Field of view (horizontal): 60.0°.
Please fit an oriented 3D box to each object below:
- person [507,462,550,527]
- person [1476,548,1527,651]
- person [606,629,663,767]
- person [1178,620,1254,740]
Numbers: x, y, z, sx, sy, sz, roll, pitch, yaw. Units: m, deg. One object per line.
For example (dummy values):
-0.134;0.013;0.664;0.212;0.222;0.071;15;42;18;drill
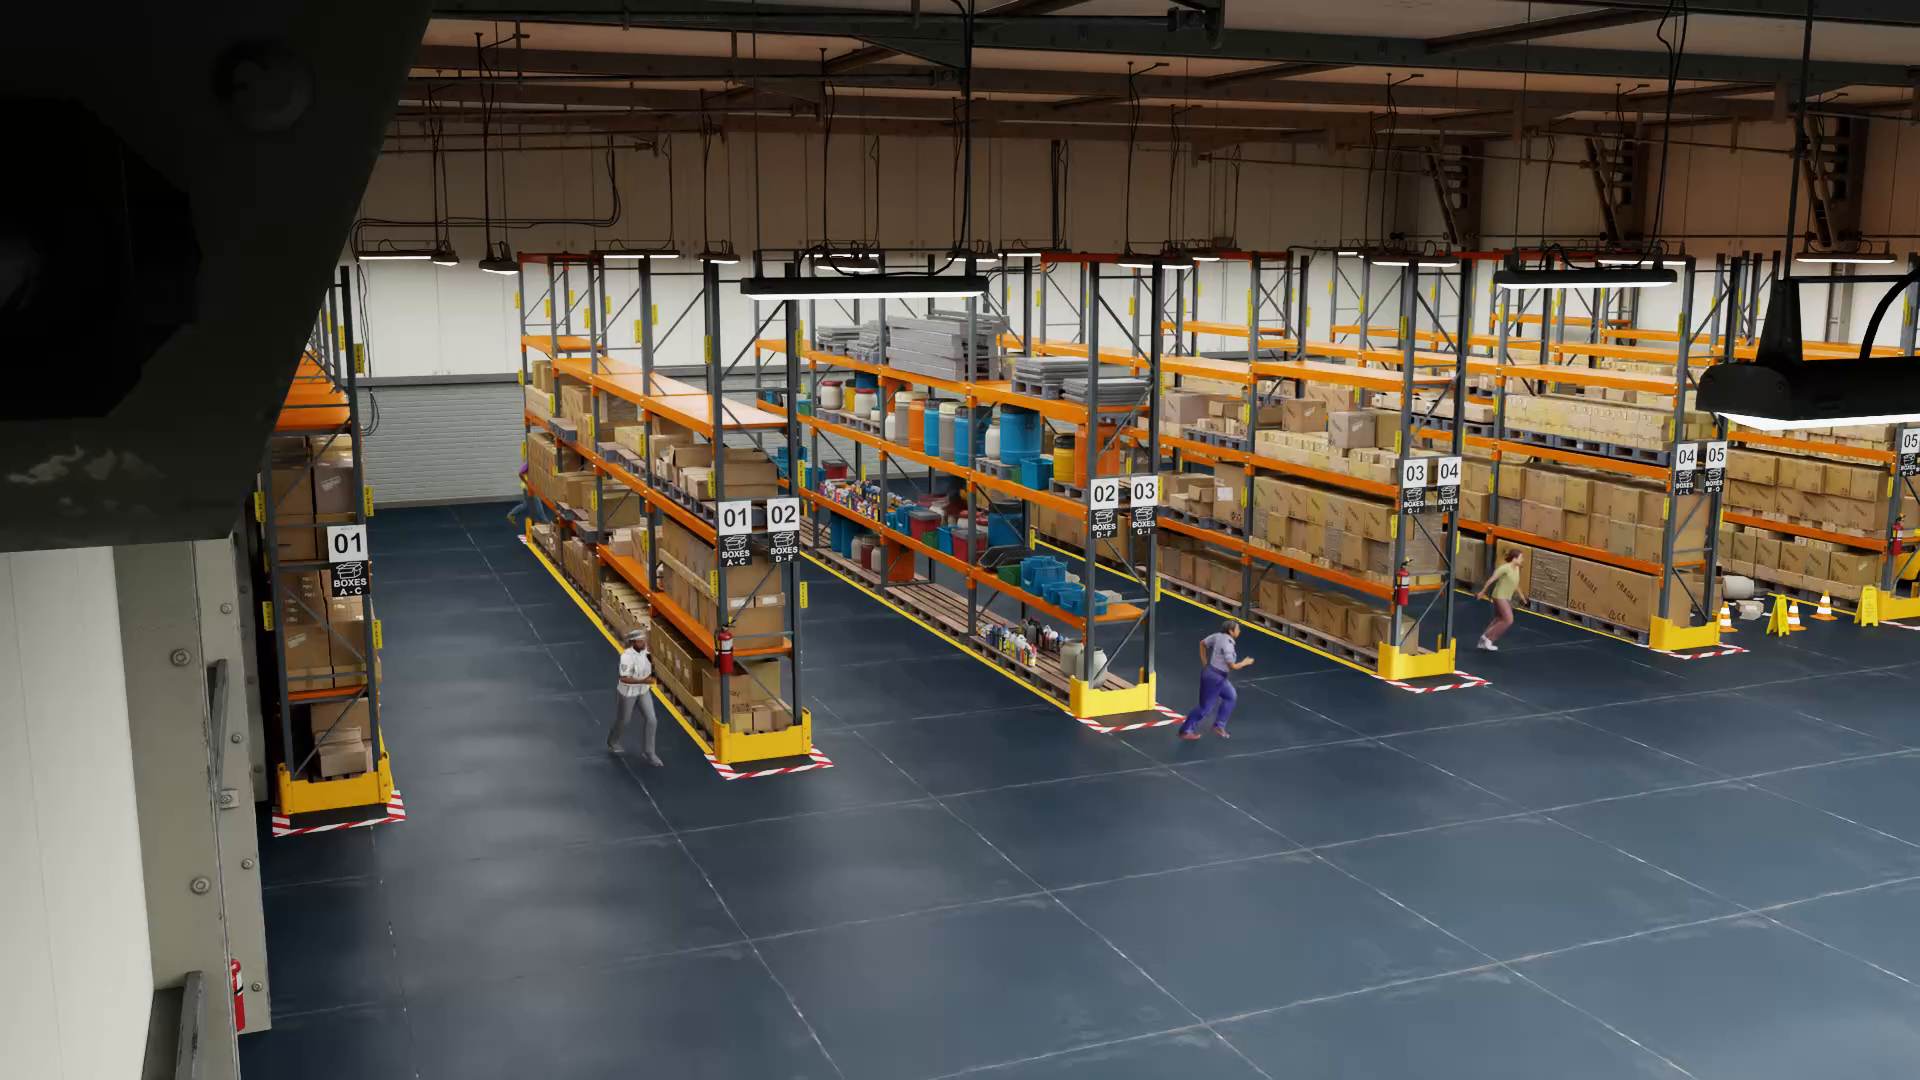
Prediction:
-9.384;-1.122;36.227;1.069;1.714;0.713;-1;10;-4;person
8.333;0.911;25.551;0.647;1.611;0.573;9;14;40;person
-3.981;1.874;20.168;0.914;1.696;0.483;10;14;42;person
3.227;1.778;20.974;0.934;1.605;0.598;0;10;2;person
